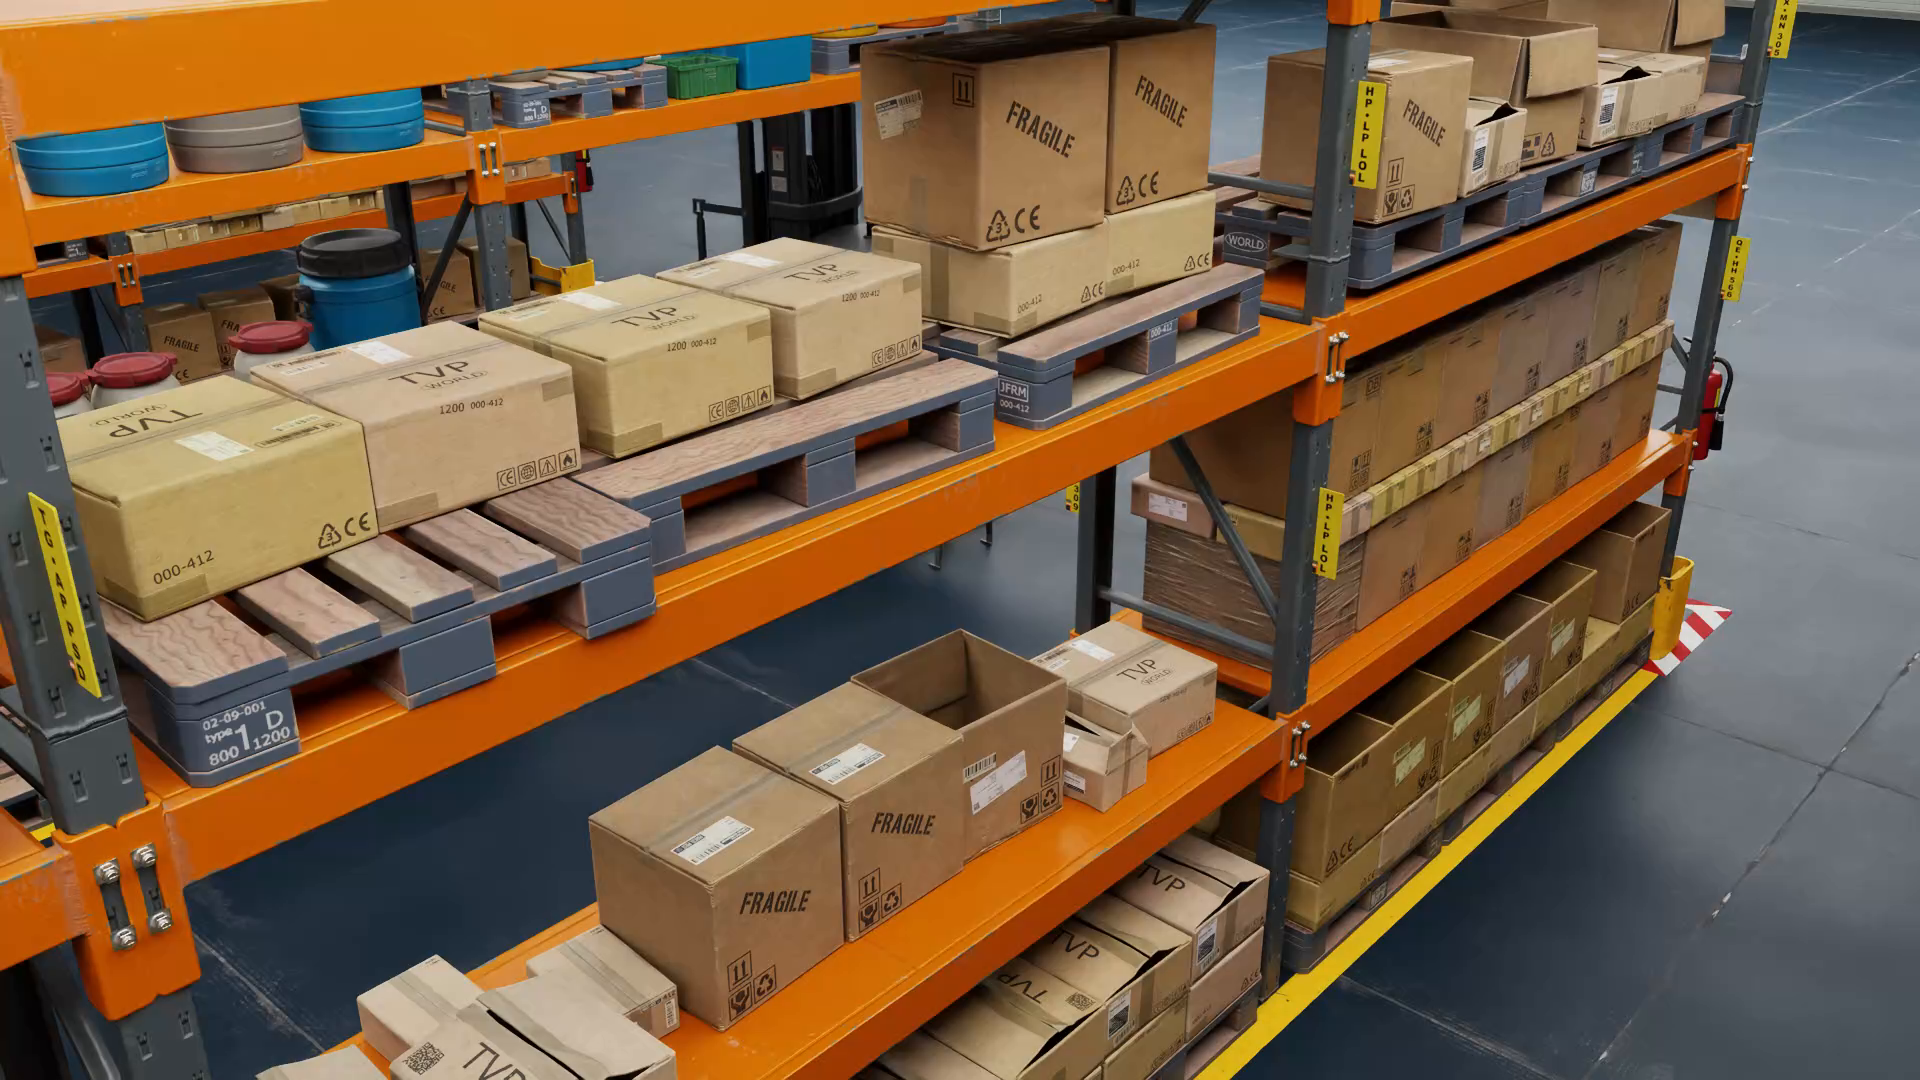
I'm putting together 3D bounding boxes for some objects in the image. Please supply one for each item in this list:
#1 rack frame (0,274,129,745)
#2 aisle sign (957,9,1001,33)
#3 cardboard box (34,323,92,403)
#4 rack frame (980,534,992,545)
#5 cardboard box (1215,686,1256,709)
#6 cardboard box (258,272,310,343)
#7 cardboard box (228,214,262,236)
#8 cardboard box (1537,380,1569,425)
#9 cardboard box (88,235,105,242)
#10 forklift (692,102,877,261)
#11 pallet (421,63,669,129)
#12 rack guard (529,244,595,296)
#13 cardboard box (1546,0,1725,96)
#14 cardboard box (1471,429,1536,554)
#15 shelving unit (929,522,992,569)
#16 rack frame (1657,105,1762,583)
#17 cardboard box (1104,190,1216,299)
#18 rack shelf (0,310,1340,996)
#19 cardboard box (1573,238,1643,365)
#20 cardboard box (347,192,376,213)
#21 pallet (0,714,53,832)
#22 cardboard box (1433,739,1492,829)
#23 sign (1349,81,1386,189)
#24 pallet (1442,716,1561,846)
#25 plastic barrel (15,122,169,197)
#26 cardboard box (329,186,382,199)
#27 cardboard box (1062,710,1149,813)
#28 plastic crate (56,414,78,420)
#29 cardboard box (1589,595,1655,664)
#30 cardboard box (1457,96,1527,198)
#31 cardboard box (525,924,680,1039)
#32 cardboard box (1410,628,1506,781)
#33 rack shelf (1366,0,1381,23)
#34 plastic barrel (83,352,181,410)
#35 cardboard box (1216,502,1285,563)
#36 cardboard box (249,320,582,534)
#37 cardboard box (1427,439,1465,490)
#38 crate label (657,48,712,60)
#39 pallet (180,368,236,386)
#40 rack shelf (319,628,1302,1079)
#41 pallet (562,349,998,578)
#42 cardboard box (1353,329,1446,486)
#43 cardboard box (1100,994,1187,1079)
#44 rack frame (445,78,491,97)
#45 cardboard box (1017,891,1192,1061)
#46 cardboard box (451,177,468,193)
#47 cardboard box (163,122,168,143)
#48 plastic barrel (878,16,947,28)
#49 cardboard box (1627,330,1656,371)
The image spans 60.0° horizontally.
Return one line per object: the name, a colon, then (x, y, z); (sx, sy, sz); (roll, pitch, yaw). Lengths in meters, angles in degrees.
rack frame: (-1.797, -1.194, 2.413); (1.000, 3.000, 0.127); (20, 31, 38)
aisle sign: (0.125, -3.374, 11.432); (0.394, 0.787, 0.004); (20, 31, 38)
cardboard box: (-6.928, -1.260, 12.411); (0.700, 0.500, 0.500); (17, 29, 34)
rack frame: (0.052, -0.982, 10.374); (0.400, 2.100, 0.015); (20, 31, 38)
cardboard box: (1.362, 0.696, 7.462); (0.500, 0.500, 0.500); (20, 31, 38)
cardboard box: (-5.473, -1.930, 13.930); (0.500, 0.500, 0.500); (17, 29, 33)
cardboard box: (-5.652, -2.485, 12.932); (0.380, 0.149, 0.250); (20, 31, 38)
cardboard box: (2.566, -0.672, 7.667); (0.380, 0.149, 0.250); (21, 32, 39)
cardboard box: (-6.577, -2.412, 12.770); (0.380, 0.149, 0.250); (20, 31, 38)
forklift: (-1.674, -3.026, 13.917); (3.031, 2.935, 1.130); (13, 27, 27)
pallet: (-2.405, -2.558, 9.352); (1.213, 0.211, 1.003); (20, 31, 38)
rack guard: (-3.883, -2.436, 15.572); (1.175, 0.500, 0.348); (20, 31, 38)
cardboard box: (3.156, -2.391, 7.939); (0.637, 0.503, 0.797); (-22, 32, -39)
cardboard box: (2.190, -0.328, 7.693); (0.700, 0.500, 0.500); (21, 32, 39)
shelving unit: (-0.110, -0.908, 10.208); (0.431, 2.100, 0.503); (20, 31, 38)
rack frame: (3.542, -0.894, 9.076); (1.000, 3.000, 0.127); (20, 31, 38)
cardboard box: (0.454, -0.982, 5.277); (0.500, 0.250, 0.500); (-20, 31, -38)
rack shelf: (-0.462, -0.106, 4.533); (1.077, 0.370, 4.000); (20, 31, 38)
cardboard box: (2.839, -1.215, 8.085); (0.700, 0.500, 0.500); (19, 30, 36)
cardboard box: (-5.010, -2.799, 13.633); (0.380, 0.149, 0.250); (20, 31, 38)
pallet: (-4.937, 1.237, 7.733); (1.003, 0.211, 1.213); (20, 31, 38)
cardboard box: (2.083, 1.028, 7.639); (0.500, 0.250, 0.500); (20, 31, 38)
sign: (1.283, -1.278, 5.251); (0.100, 0.325, 0.005); (20, 31, 38)
pallet: (2.249, 0.993, 8.277); (1.003, 0.211, 1.213); (20, 31, 38)
plastic barrel: (-3.864, -2.013, 7.295); (0.600, 0.901, 0.708); (20, 31, 38)
cardboard box: (-5.173, -3.146, 13.615); (0.875, 0.500, 0.500); (20, 31, 38)
cardboard box: (0.423, 0.705, 5.677); (0.396, 0.266, 0.258); (19, 31, 36)
plastic crate: (-4.177, -0.248, 7.558); (0.402, 0.464, 0.583); (20, 31, 38)
cardboard box: (3.404, 0.414, 9.009); (0.500, 0.250, 0.500); (20, 31, 38)
cardboard box: (1.766, -1.504, 6.197); (0.500, 0.311, 0.500); (18, 30, 35)
cardboard box: (-0.988, 1.255, 4.593); (0.250, 0.149, 0.380); (-21, 32, -39)
cardboard box: (2.083, 0.686, 7.486); (0.500, 0.500, 0.500); (20, 31, 38)
rack shelf: (2.207, -2.511, 6.719); (1.077, 0.370, 4.000); (20, 31, 38)
plastic barrel: (-4.105, -0.635, 8.335); (0.433, 0.535, 0.433); (0, 24, 0)
cardboard box: (1.196, -0.045, 6.270); (0.380, 0.149, 0.250); (20, 31, 37)
cardboard box: (-1.200, -0.266, 3.681); (0.500, 0.250, 0.500); (21, 32, 39)
cardboard box: (1.877, -0.357, 6.965); (0.380, 0.149, 0.250); (19, 30, 36)
crate label: (-1.639, -3.068, 10.442); (0.502, 0.251, 0.408); (20, 31, 38)
pallet: (-6.080, -1.323, 13.442); (1.003, 0.211, 1.213); (20, 31, 38)
rack shelf: (-0.462, 1.263, 5.147); (1.077, 0.370, 4.000); (20, 31, 38)
pallet: (-0.666, -0.311, 4.343); (1.003, 0.211, 1.213); (22, 32, 40)
cardboard box: (1.500, -0.604, 6.722); (0.700, 0.500, 0.500); (20, 31, 37)
cardboard box: (0.473, 1.747, 6.034); (0.500, 0.250, 0.500); (20, 31, 37)
rack frame: (-2.814, -3.766, 8.150); (1.000, 3.000, 0.127); (20, 31, 38)
cardboard box: (0.473, 1.494, 5.913); (0.500, 0.311, 0.500); (21, 32, 39)
cardboard box: (-4.343, -3.104, 14.313); (0.380, 0.149, 0.250); (20, 31, 38)
cardboard box: (-6.012, -3.086, 12.259); (0.500, 0.500, 0.500); (20, 31, 38)
plastic barrel: (-0.374, -3.821, 10.900); (0.600, 0.830, 0.708); (20, 31, 38)
cardboard box: (3.255, -0.987, 8.369); (0.380, 0.149, 0.250); (21, 32, 39)
